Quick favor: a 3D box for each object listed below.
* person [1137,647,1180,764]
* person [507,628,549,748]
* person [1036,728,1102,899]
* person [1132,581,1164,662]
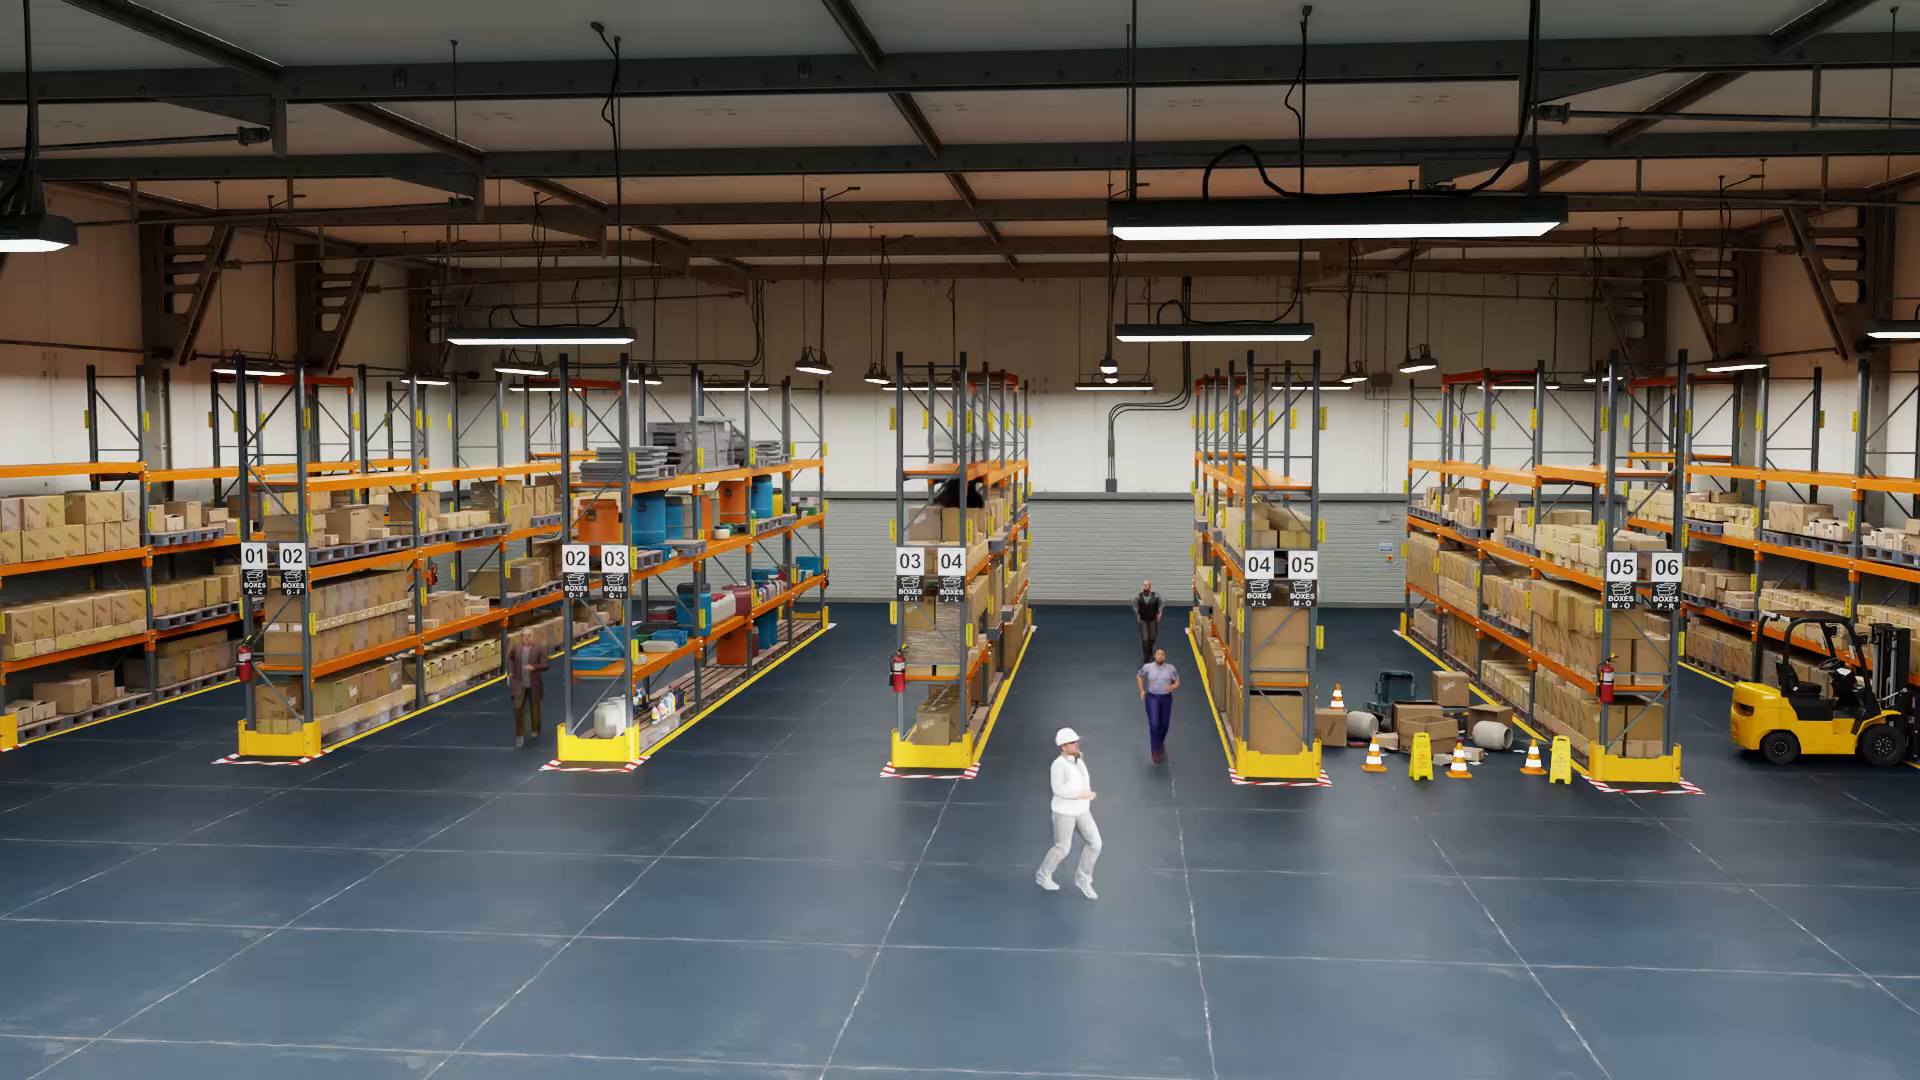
[{"bbox_3d":[2.958,2.423,24.733,0.604,1.681,0.802,0,4,-4],"label":"person"},{"bbox_3d":[-6.694,2.291,25.758,0.675,1.846,0.829,0,4,-6],"label":"person"},{"bbox_3d":[1.151,2.886,17.538,0.730,1.822,0.658,3,5,36],"label":"person"},{"bbox_3d":[3.930,1.697,34.782,0.666,1.687,0.528,1,4,9],"label":"person"}]
